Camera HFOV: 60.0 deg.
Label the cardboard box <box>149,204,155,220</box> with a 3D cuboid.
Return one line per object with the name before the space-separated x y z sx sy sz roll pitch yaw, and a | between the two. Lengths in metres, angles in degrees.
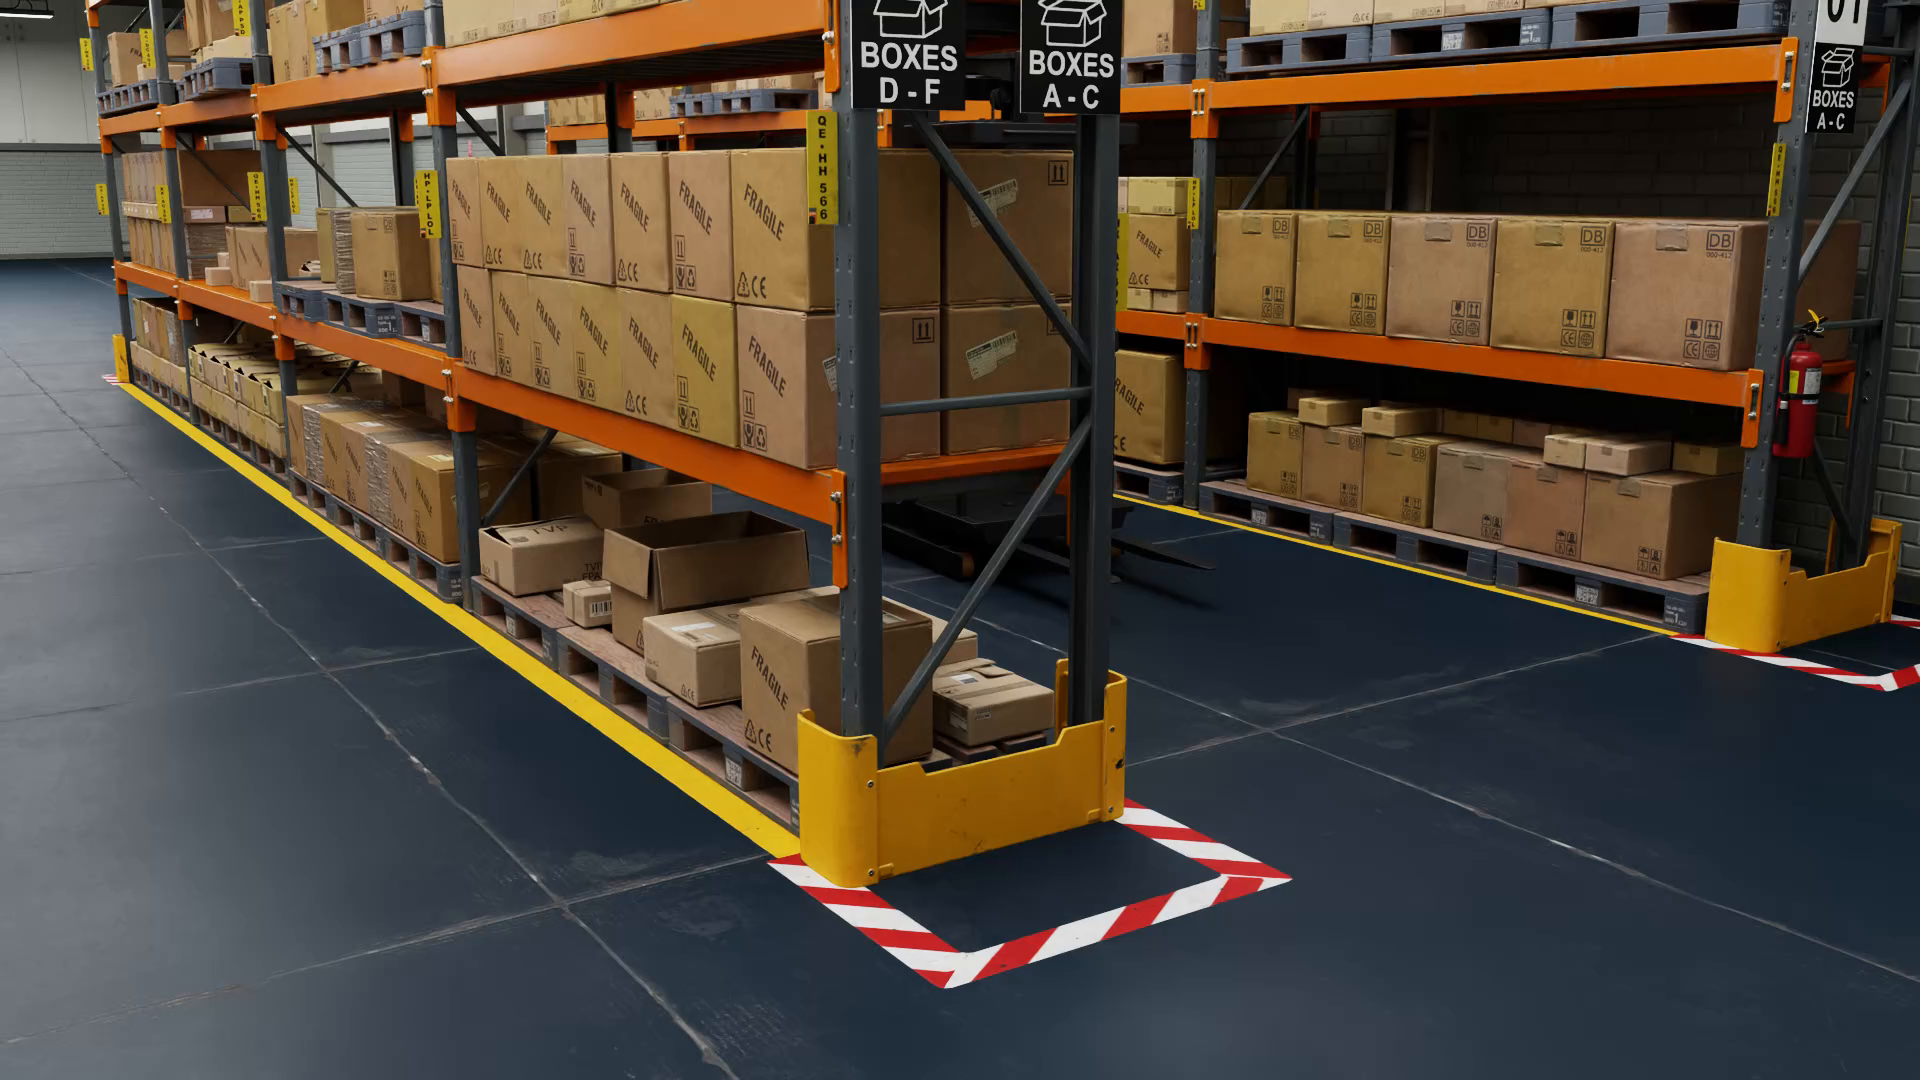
cardboard box | -7.761 -3.233 16.374 0.380 0.149 0.250 -8 14 -31

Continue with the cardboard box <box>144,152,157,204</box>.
cardboard box | -7.666 -3.600 16.533 0.700 0.500 0.500 -8 15 -33

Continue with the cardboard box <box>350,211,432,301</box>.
cardboard box | -3.178 -1.710 9.943 0.500 0.500 0.700 11 16 41

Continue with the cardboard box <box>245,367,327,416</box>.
cardboard box | -5.153 -1.152 12.749 0.500 0.311 0.500 -8 15 -34

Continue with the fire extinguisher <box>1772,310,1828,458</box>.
fire extinguisher | 3.890 -0.723 7.702 0.296 0.674 0.183 -8 15 -33

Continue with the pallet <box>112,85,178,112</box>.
pallet | -7.746 -4.359 16.461 1.003 0.211 1.213 -8 15 -33

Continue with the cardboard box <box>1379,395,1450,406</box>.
cardboard box | 2.828 -0.801 10.352 0.380 0.149 0.250 -9 15 -35

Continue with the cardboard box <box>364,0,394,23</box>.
cardboard box | -3.107 -3.252 9.741 0.600 0.600 0.600 -9 15 -35

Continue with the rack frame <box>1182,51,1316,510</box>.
rack frame | 1.974 -1.736 11.279 1.000 3.000 0.127 -8 15 -33

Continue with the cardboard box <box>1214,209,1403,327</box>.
cardboard box | 2.261 -1.784 10.797 0.980 0.700 0.700 -8 15 -32

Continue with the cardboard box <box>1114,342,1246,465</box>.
cardboard box | 1.506 -0.991 11.922 0.750 0.750 0.750 -8 15 -32

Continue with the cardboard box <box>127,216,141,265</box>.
cardboard box | -8.548 -3.248 17.957 0.700 0.500 0.500 -8 15 -33

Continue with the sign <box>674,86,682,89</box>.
sign | -2.906 -4.811 17.109 0.100 0.325 0.005 -8 15 -33

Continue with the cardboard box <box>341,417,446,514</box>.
cardboard box | -3.488 -0.465 10.288 0.500 0.500 0.500 -9 15 -35

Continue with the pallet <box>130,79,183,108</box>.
pallet | -7.074 -4.143 15.470 1.003 0.211 1.213 -8 15 -33

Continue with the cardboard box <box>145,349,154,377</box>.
cardboard box | -8.128 -1.846 17.235 0.500 0.250 0.500 -8 15 -33

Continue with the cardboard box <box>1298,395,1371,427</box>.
cardboard box | 2.341 -0.809 10.391 0.380 0.149 0.250 -8 14 -31

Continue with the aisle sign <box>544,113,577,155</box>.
aisle sign | -4.964 -5.117 20.657 0.394 0.787 0.004 -8 15 -33

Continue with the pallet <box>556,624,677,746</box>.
pallet | -1.088 0.553 7.340 1.003 0.211 1.213 -8 15 -33

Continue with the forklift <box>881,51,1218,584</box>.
forklift | 0.308 -1.316 9.518 1.130 2.935 3.031 -7 14 -29

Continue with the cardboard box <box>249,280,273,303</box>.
cardboard box | -5.092 -1.865 12.457 0.380 0.149 0.250 -8 15 -33

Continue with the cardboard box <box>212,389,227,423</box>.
cardboard box | -5.992 -1.150 14.051 0.500 0.250 0.500 -9 15 -34

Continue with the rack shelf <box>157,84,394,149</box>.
rack shelf | -5.472 -3.330 13.231 1.077 0.370 4.000 -8 15 -33

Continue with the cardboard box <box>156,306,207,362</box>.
cardboard box | -7.567 -2.035 16.346 0.500 0.500 0.500 -8 15 -33

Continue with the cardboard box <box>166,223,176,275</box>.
cardboard box | -7.129 -2.792 15.873 0.700 0.500 0.500 -8 15 -33

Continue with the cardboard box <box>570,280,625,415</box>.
cardboard box | -1.248 -0.805 6.787 0.500 0.500 0.500 -8 15 -34

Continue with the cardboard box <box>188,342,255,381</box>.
cardboard box | -6.559 -1.605 14.819 0.500 0.311 0.500 -8 15 -33

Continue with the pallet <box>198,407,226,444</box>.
pallet | -6.140 -1.083 14.821 1.003 0.211 1.213 -8 15 -33

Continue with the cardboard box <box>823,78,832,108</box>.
cardboard box | -0.866 -3.975 14.658 0.500 0.311 0.500 -8 15 -33

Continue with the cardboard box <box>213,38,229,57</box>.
cardboard box | -5.572 -3.822 13.163 0.500 0.250 0.500 -10 16 -38

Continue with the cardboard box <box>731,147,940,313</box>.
cardboard box | -0.407 -1.022 5.437 0.500 0.500 0.500 -8 15 -33

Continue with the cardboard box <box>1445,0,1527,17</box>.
cardboard box | 2.982 -2.954 8.961 0.500 0.250 0.500 -9 15 -34

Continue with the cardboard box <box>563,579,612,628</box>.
cardboard box | -1.608 0.273 7.694 0.380 0.166 0.250 -8 15 -33

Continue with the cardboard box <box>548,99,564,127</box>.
cardboard box | -4.697 -5.305 20.298 0.500 0.500 0.500 -8 14 -31

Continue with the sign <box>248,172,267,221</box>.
sign | -4.824 -2.360 11.421 0.100 0.325 0.005 -8 15 -33

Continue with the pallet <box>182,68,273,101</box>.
pallet | -5.437 -3.542 12.959 1.003 0.211 1.213 -7 14 -30

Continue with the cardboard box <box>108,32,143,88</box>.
cardboard box | -8.104 -4.743 16.464 0.500 0.500 0.500 -8 15 -33

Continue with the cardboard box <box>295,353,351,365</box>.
cardboard box | -5.274 -1.399 13.878 0.500 0.311 0.500 -8 15 -33

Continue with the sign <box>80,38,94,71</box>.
sign | -9.262 -5.150 17.636 0.100 0.325 0.005 -8 15 -33

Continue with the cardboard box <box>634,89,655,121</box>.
cardboard box | -3.214 -4.835 18.147 0.500 0.500 0.500 -10 16 -37

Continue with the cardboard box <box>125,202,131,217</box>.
cardboard box | -8.610 -3.507 17.625 0.380 0.149 0.250 -9 15 -34

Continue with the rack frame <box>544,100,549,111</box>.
rack frame | -4.675 -6.801 20.397 1.000 3.000 0.127 -8 15 -33

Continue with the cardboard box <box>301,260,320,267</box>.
cardboard box | -4.698 -1.999 12.690 0.500 0.311 0.500 -8 15 -33

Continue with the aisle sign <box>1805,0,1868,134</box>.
aisle sign | 3.980 -2.246 7.527 0.394 0.787 0.004 -8 15 -33

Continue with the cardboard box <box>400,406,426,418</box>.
cardboard box | -3.364 -0.624 11.013 0.500 0.500 0.500 -9 15 -35

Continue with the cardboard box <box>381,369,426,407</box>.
cardboard box | -3.616 -1.072 11.311 0.500 0.250 0.500 -7 14 -31

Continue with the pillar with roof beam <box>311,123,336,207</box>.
pillar with roof beam | -17.123 -9.471 32.605 9.100 9.000 0.400 -8 15 -33

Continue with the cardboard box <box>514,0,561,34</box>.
cardboard box | -1.535 -2.247 6.945 0.500 0.250 0.500 -8 15 -33

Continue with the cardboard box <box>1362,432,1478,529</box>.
cardboard box | 2.861 -0.394 10.008 0.700 0.500 0.500 -8 15 -31

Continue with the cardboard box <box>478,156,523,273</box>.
cardboard box | -1.835 -1.478 7.522 0.500 0.500 0.500 -9 15 -35

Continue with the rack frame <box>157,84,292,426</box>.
rack frame | -6.580 -2.572 15.101 1.000 3.000 0.127 -8 15 -33

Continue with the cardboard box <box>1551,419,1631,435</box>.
cardboard box | 3.535 -0.574 9.316 0.380 0.149 0.250 -8 15 -32

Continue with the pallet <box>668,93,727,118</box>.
pallet | -2.205 -4.410 16.925 1.213 0.211 1.003 -8 15 -33

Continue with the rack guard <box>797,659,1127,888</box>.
rack guard | 0.026 0.770 5.671 1.175 0.500 0.348 -8 15 -33

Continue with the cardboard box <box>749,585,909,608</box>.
cardboard box | -0.551 0.383 6.997 0.500 0.250 0.500 -8 15 -33

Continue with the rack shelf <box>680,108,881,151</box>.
rack shelf | -1.350 -3.917 15.915 1.077 0.370 4.000 -8 15 -33

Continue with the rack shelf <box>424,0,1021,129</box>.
rack shelf | -1.040 -1.907 6.725 1.077 0.370 4.000 -8 15 -33

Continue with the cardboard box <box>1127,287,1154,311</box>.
cardboard box | 1.391 -1.692 11.618 0.380 0.149 0.250 -8 15 -32

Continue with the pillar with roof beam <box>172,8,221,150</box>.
pillar with roof beam | -23.772 -11.605 42.364 9.100 9.000 0.548 -8 15 -33
